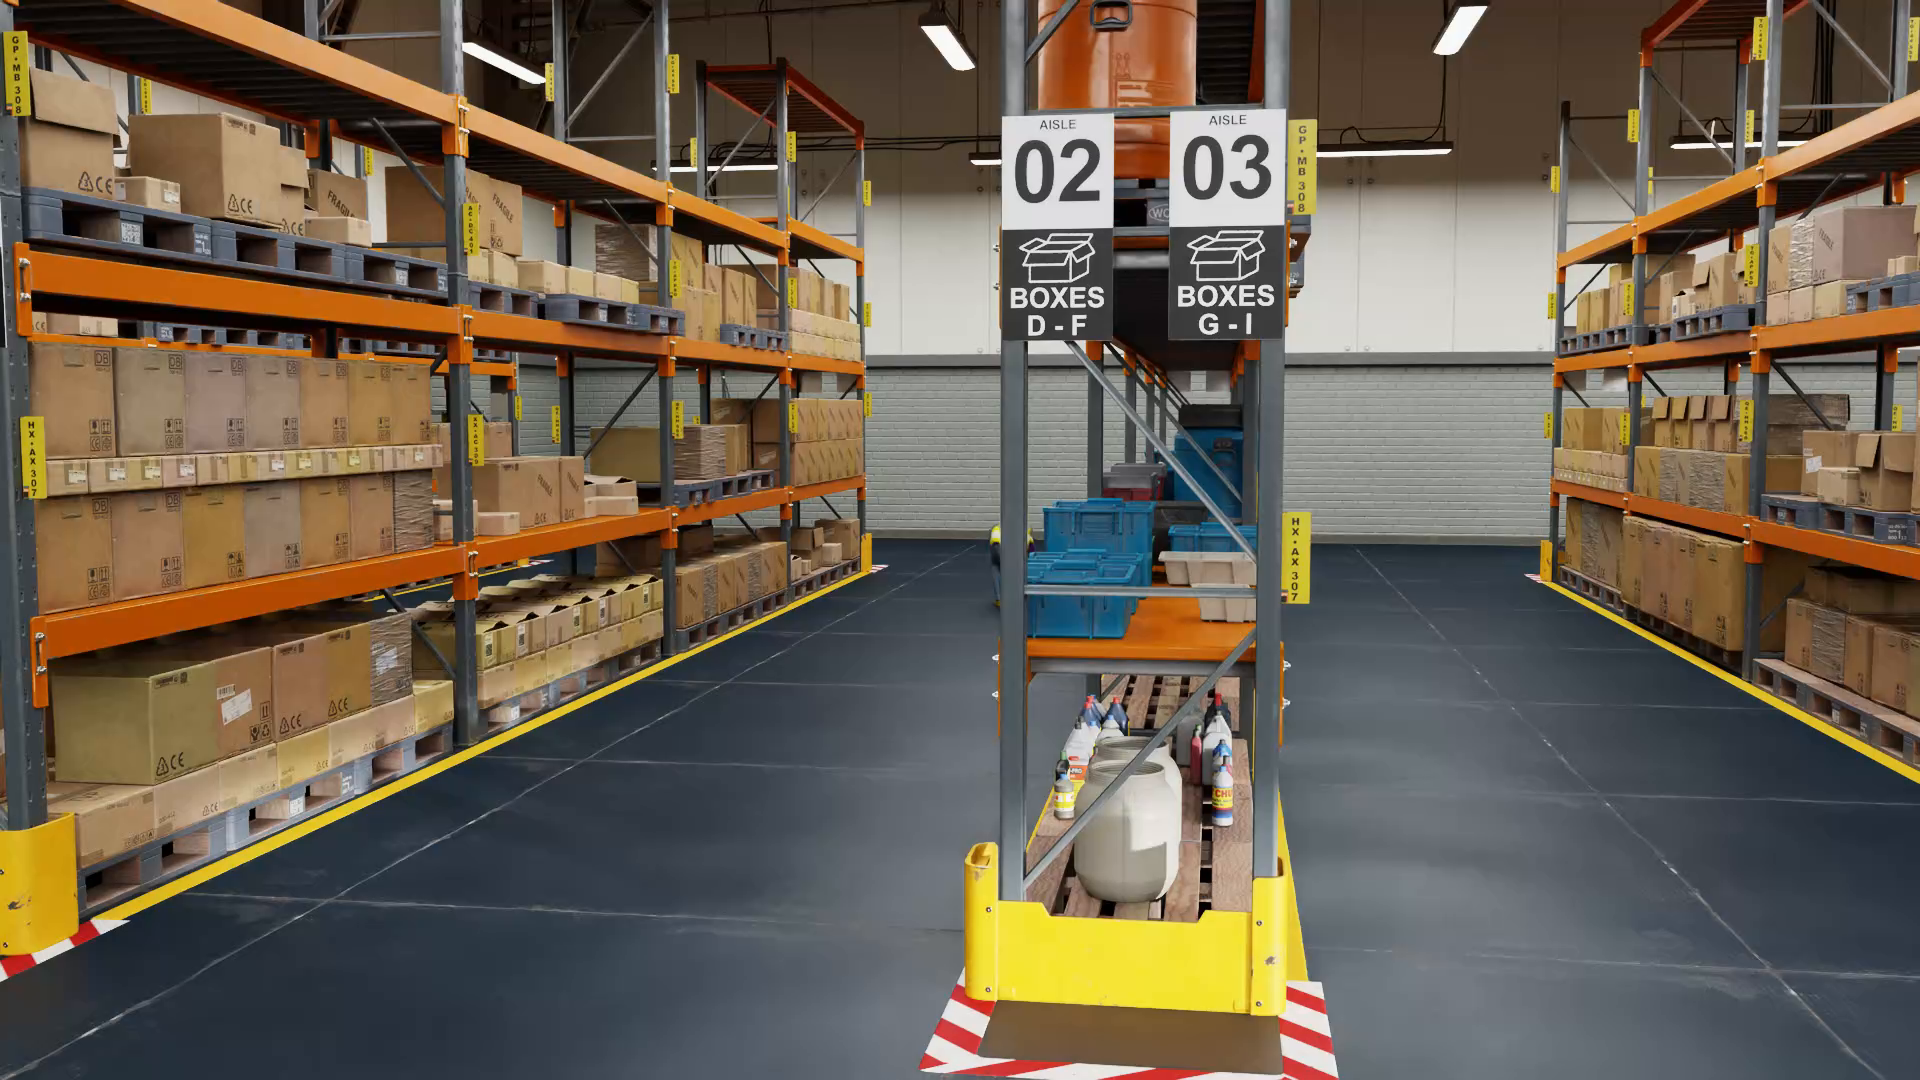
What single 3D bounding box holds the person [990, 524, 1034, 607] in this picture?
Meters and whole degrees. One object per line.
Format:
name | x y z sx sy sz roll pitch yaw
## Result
person | 12.301 -3.880 19.715 23.531 9.000 6.304 0 4 6
